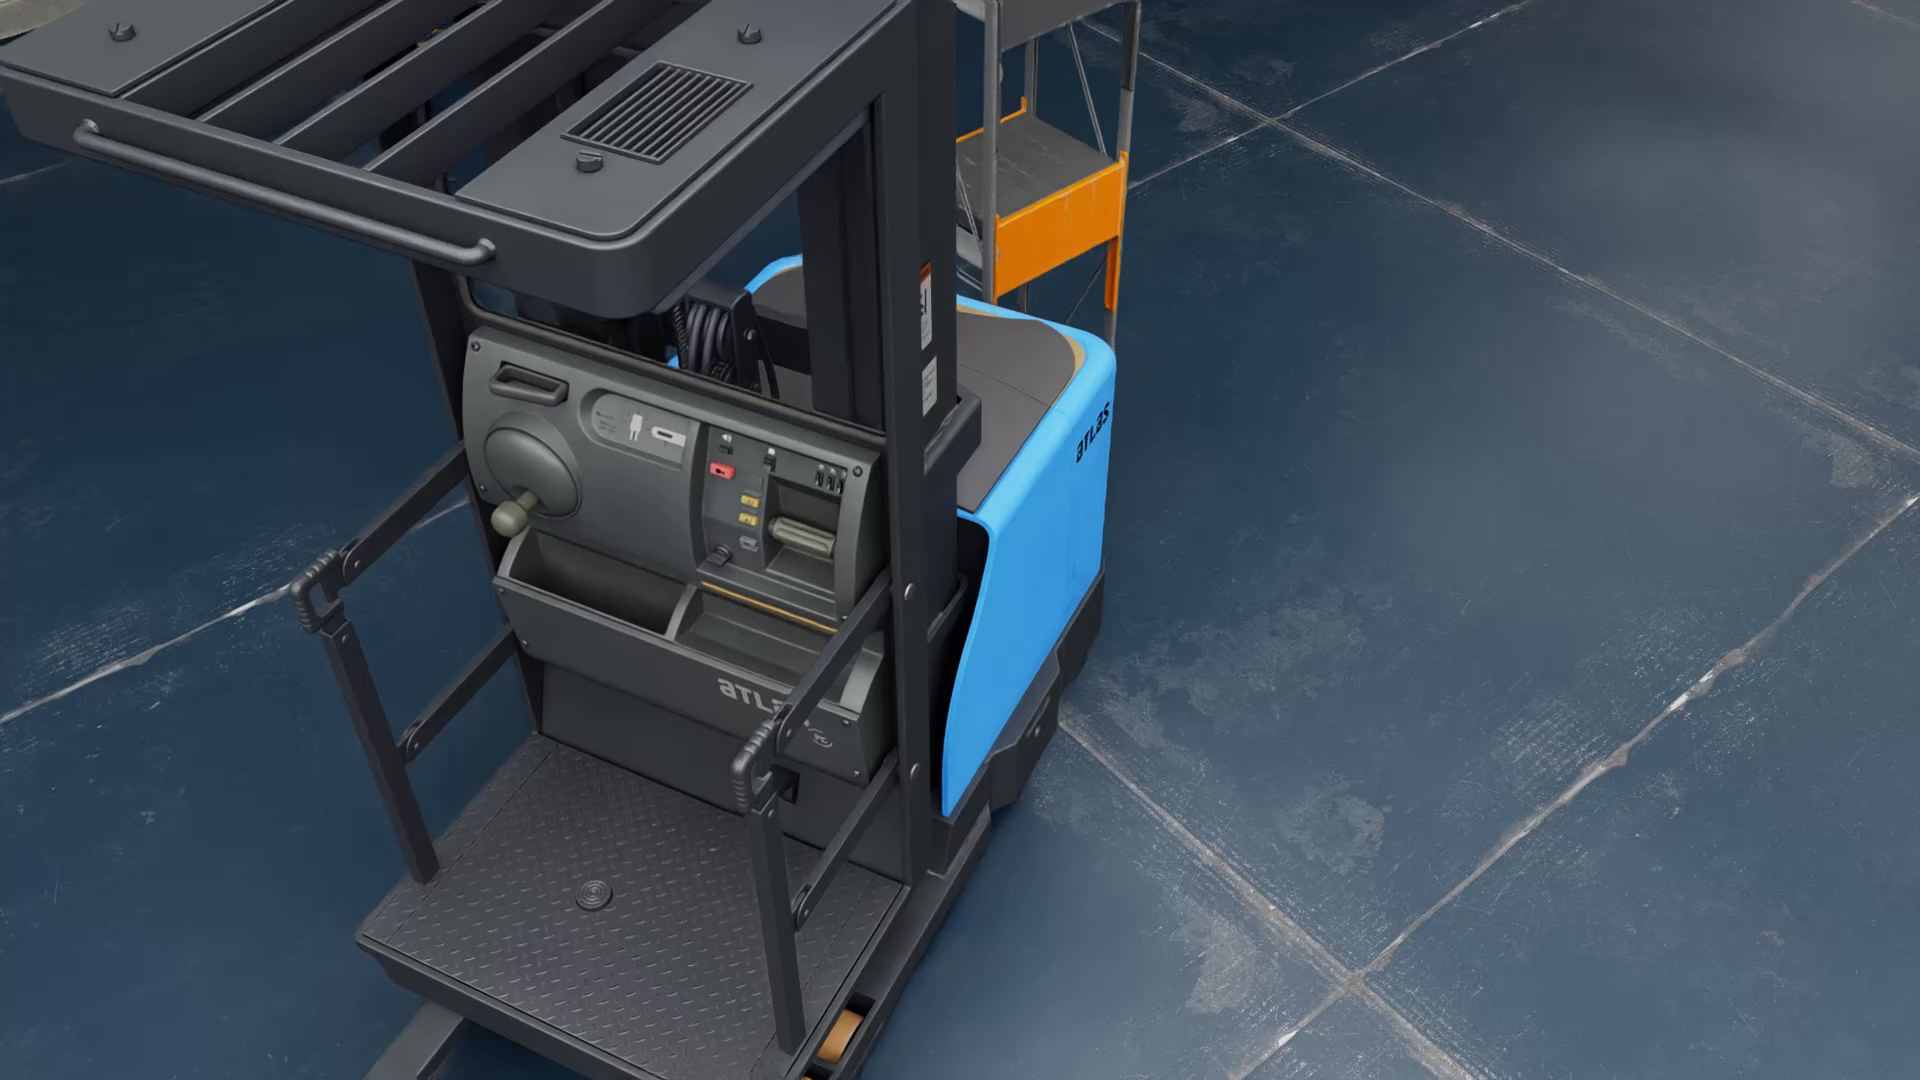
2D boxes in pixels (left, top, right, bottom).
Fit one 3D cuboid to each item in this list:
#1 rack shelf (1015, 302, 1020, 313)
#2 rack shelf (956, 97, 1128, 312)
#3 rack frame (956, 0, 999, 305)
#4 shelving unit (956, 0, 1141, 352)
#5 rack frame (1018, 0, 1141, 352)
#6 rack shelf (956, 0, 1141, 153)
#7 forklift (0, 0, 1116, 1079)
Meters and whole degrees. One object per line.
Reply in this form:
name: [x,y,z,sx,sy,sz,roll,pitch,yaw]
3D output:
rack shelf: [0.136,-0.339,5.119,0.480,0.518,0.431,-31,51,-29]
rack shelf: [0.136,-0.849,4.640,0.480,0.518,0.431,-31,51,-29]
rack frame: [-0.047,-0.748,4.513,0.015,2.100,0.400,-31,51,-29]
shelving unit: [0.136,-0.859,4.631,0.503,2.100,0.431,-31,51,-29]
rack frame: [0.318,-0.970,4.749,0.015,2.100,0.400,-31,51,-29]
rack shelf: [0.136,-1.359,4.161,0.480,0.518,0.431,-31,51,-29]
forklift: [-0.688,-0.037,3.149,1.130,2.935,3.031,19,46,19]
